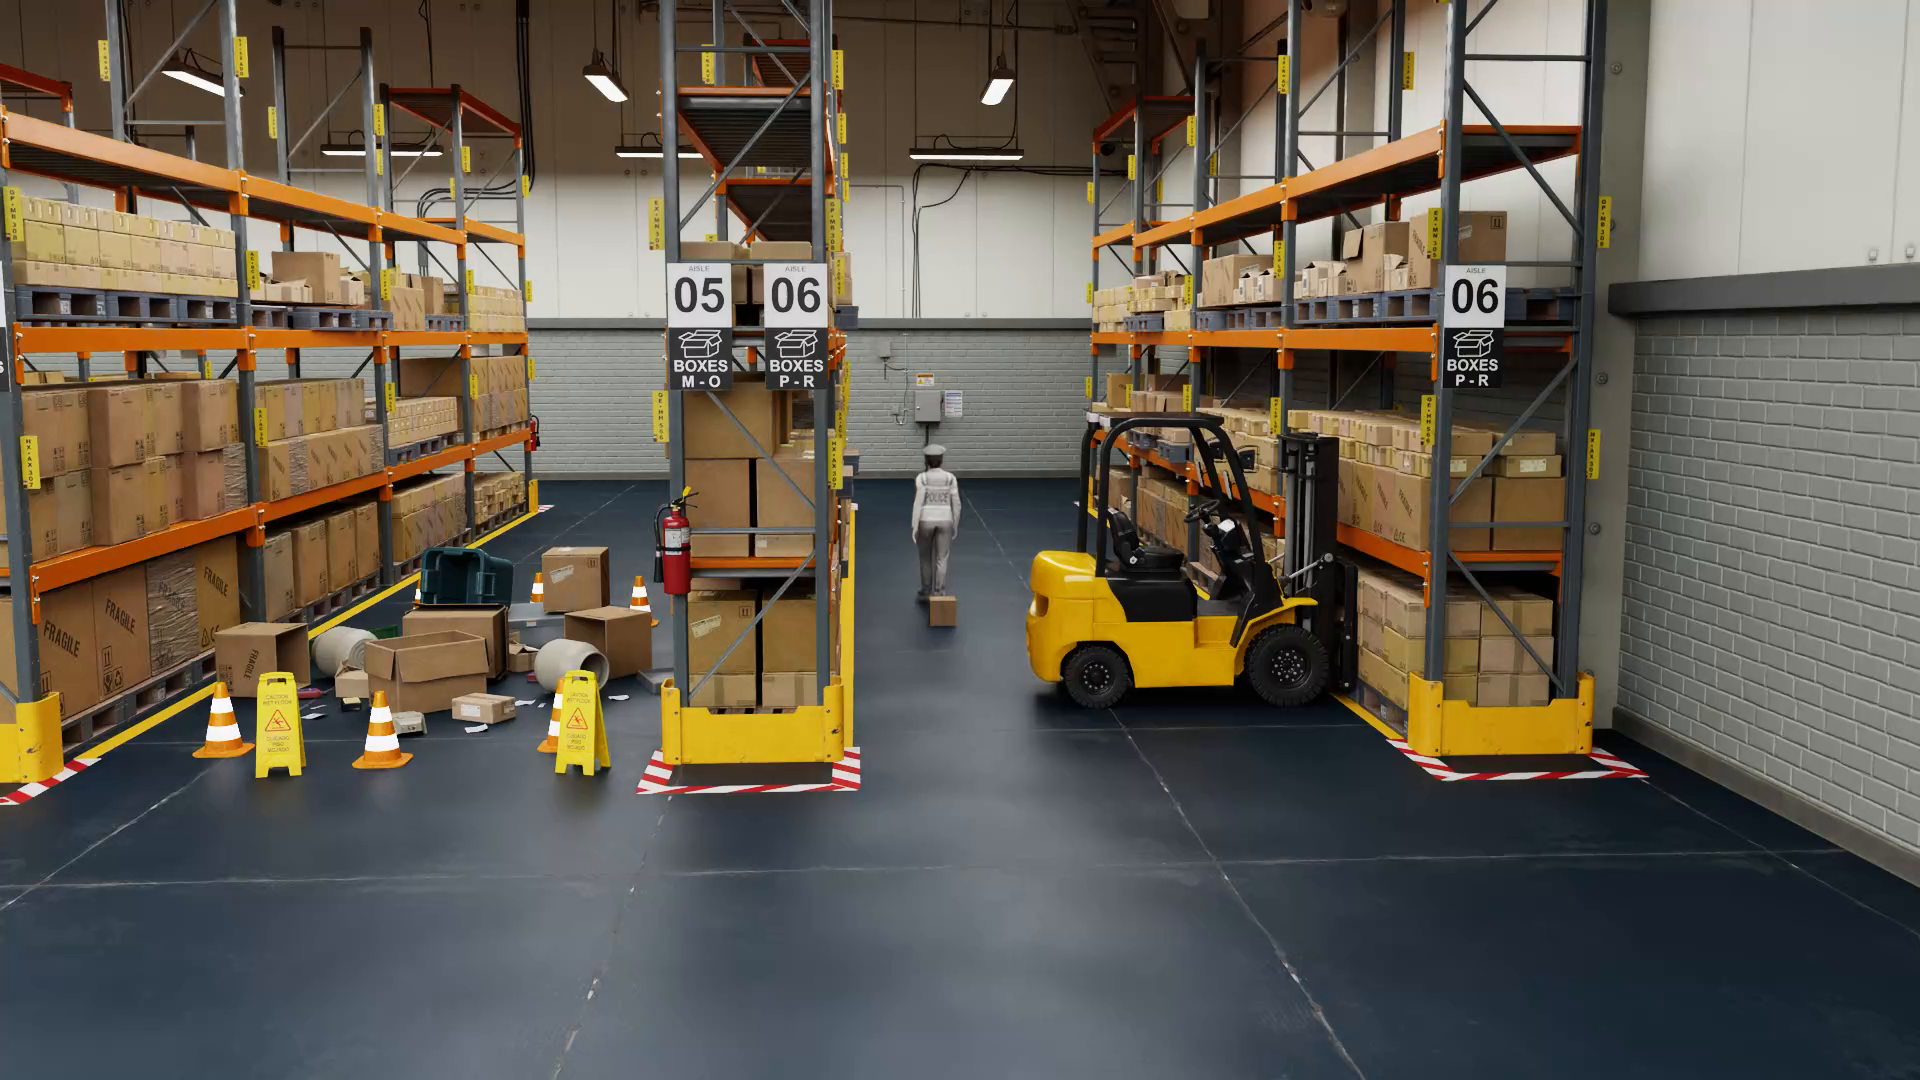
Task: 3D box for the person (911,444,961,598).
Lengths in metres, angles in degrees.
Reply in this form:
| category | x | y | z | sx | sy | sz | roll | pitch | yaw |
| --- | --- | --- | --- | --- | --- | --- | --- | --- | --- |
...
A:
| category | x | y | z | sx | sy | sz | roll | pitch | yaw |
| --- | --- | --- | --- | --- | --- | --- | --- | --- | --- |
| person | -0.244 | -0.169 | 17.020 | 0.515 | 1.610 | 1.008 | 0 | 7 | -3 |
